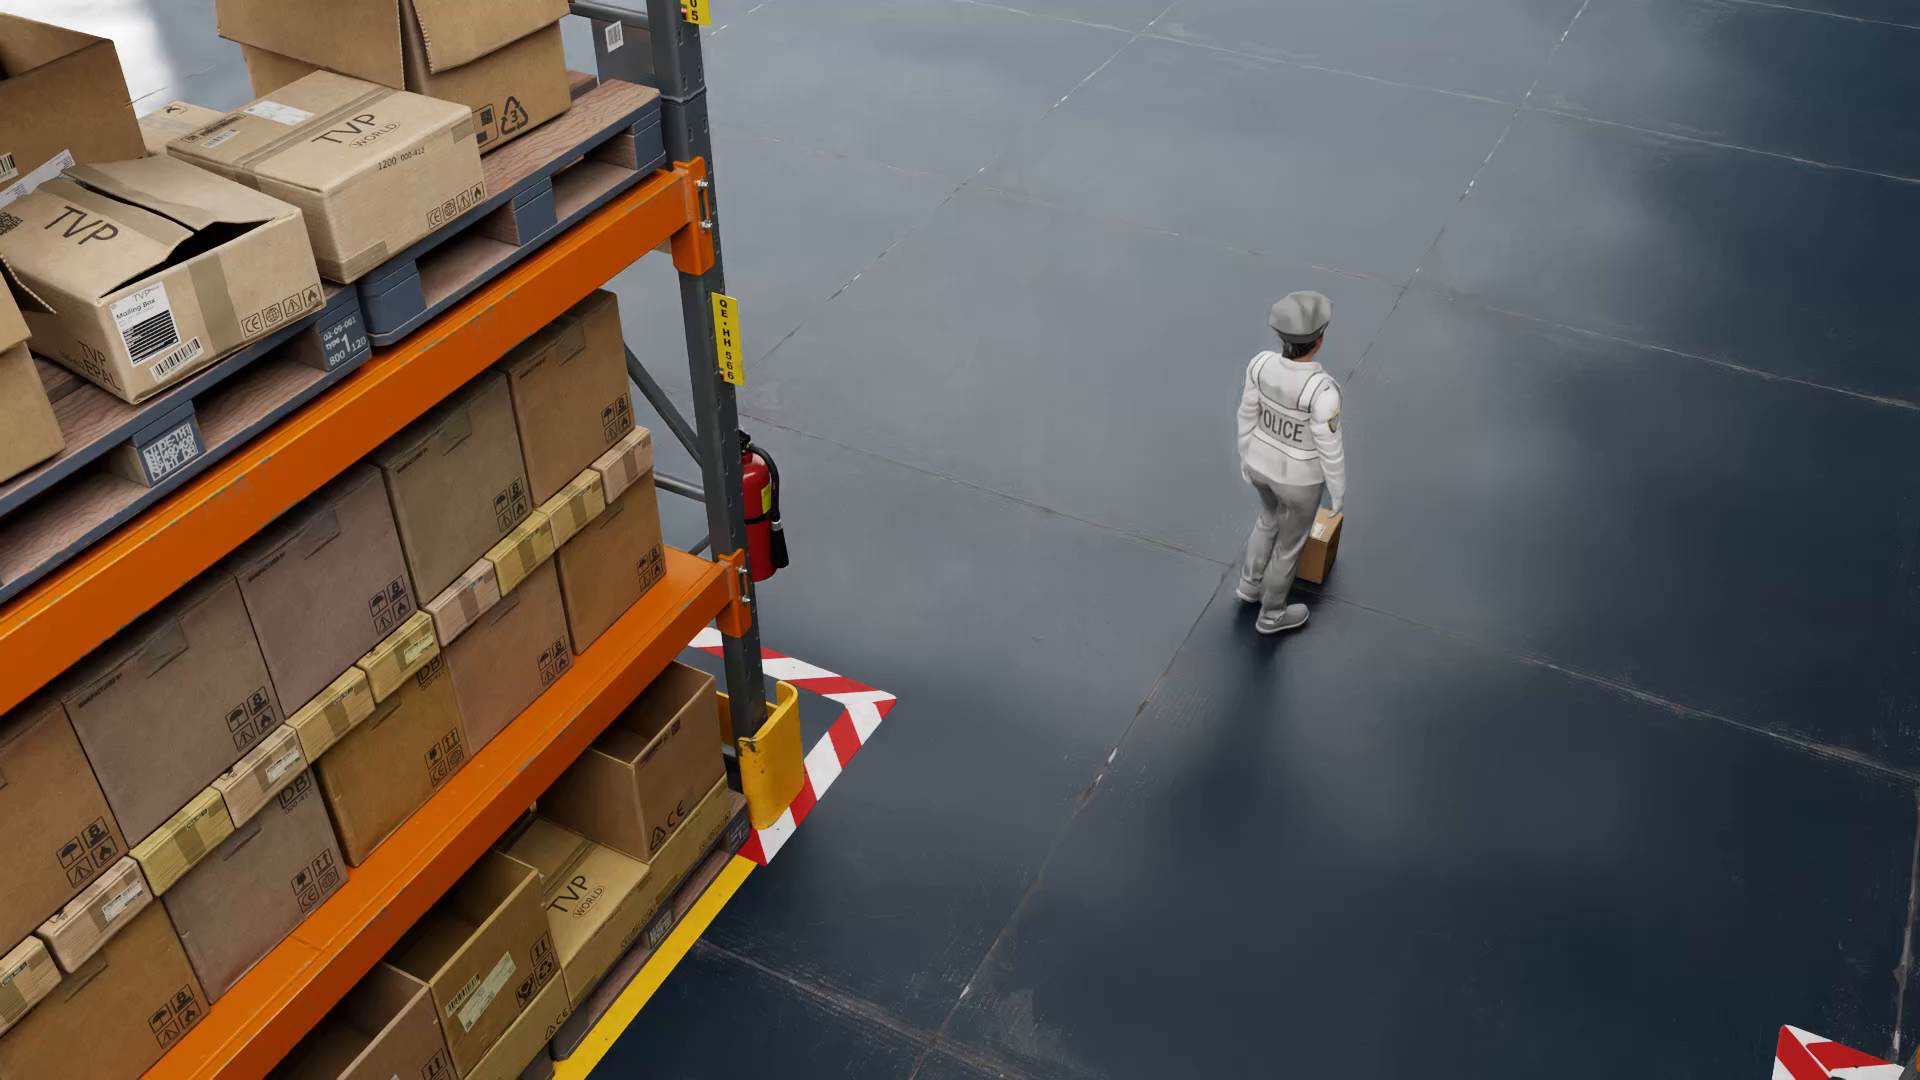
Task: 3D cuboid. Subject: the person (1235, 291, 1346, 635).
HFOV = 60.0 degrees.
[{"bbox_3d":[1.420,-0.273,7.110,0.386,1.728,0.517,-26,45,-30],"label":"person"}]
